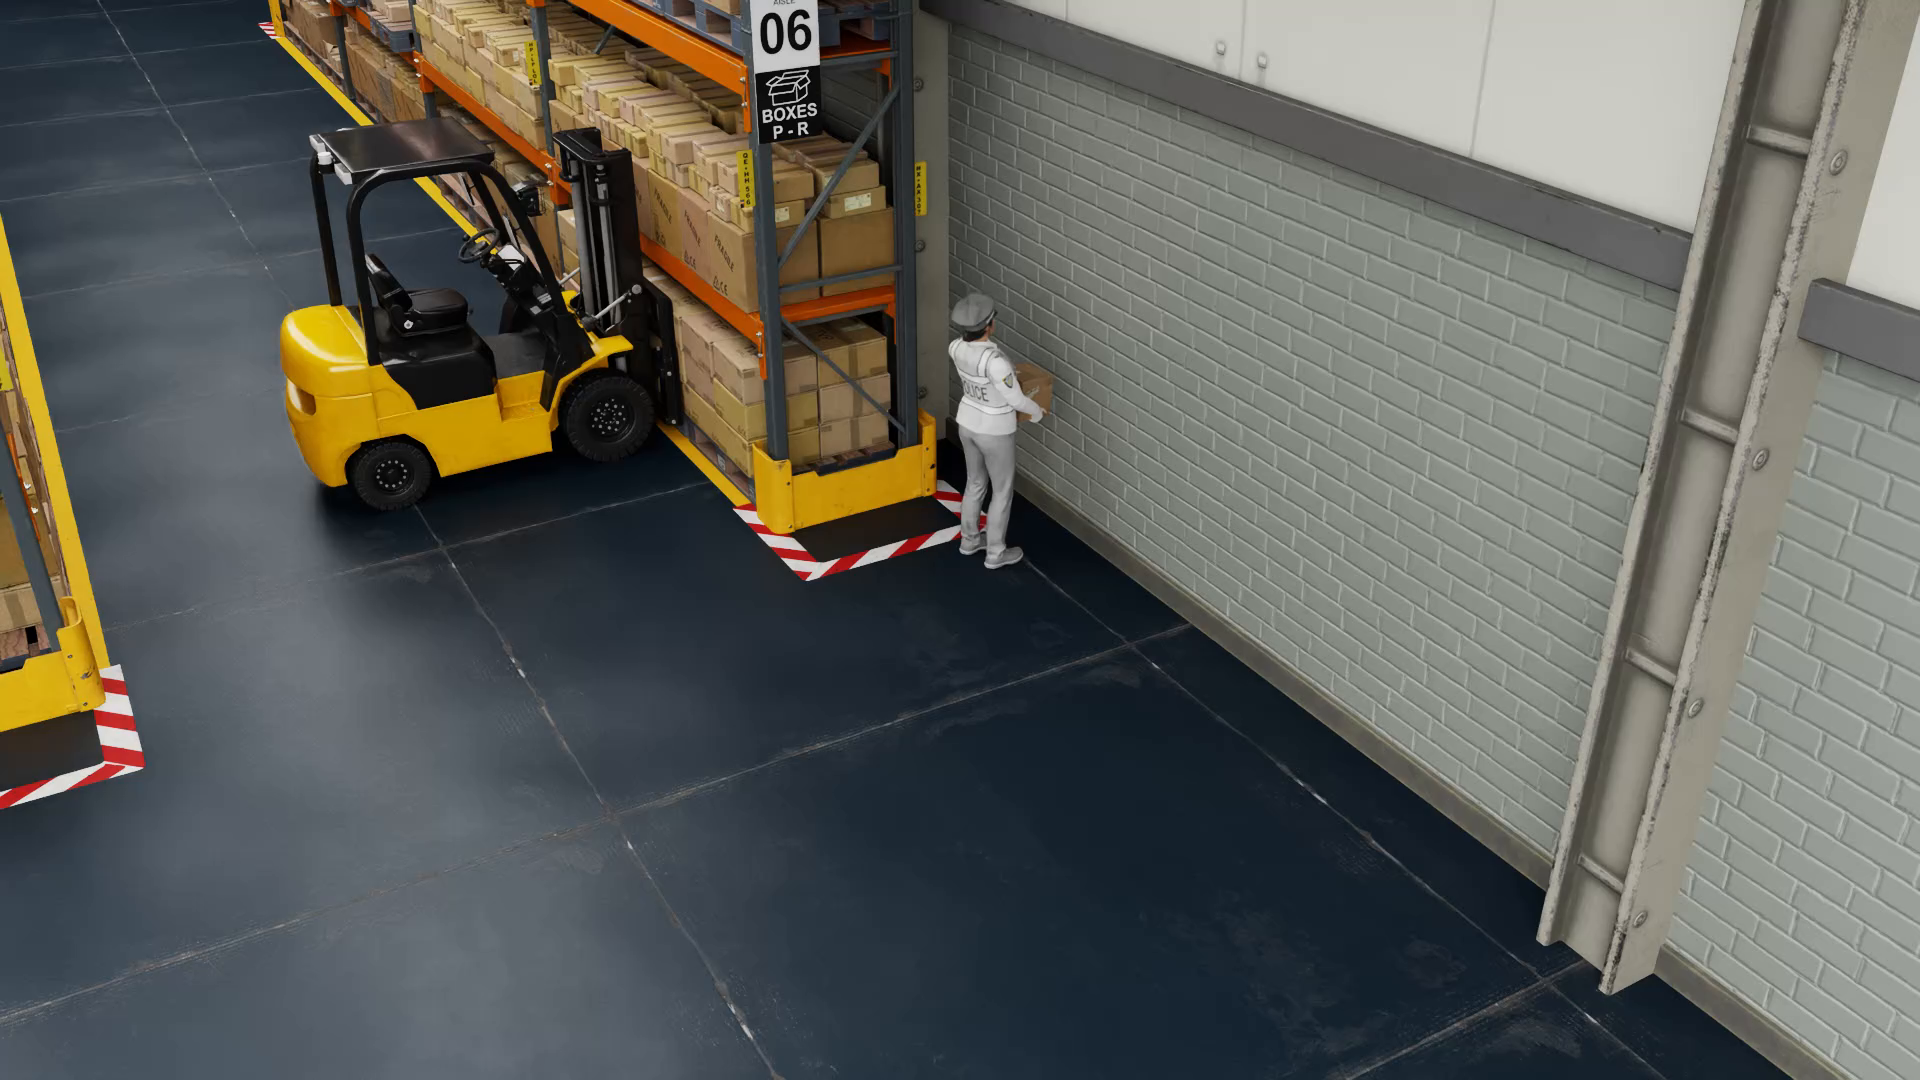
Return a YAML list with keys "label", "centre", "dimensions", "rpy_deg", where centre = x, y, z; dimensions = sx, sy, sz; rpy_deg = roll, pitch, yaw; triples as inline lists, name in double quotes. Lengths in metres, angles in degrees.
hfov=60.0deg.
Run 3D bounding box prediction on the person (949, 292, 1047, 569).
- label: "person"
  centre: [0.208, -0.659, 9.710]
  dimensions: [0.556, 1.686, 0.459]
  rpy_deg: [-23, 37, -35]
